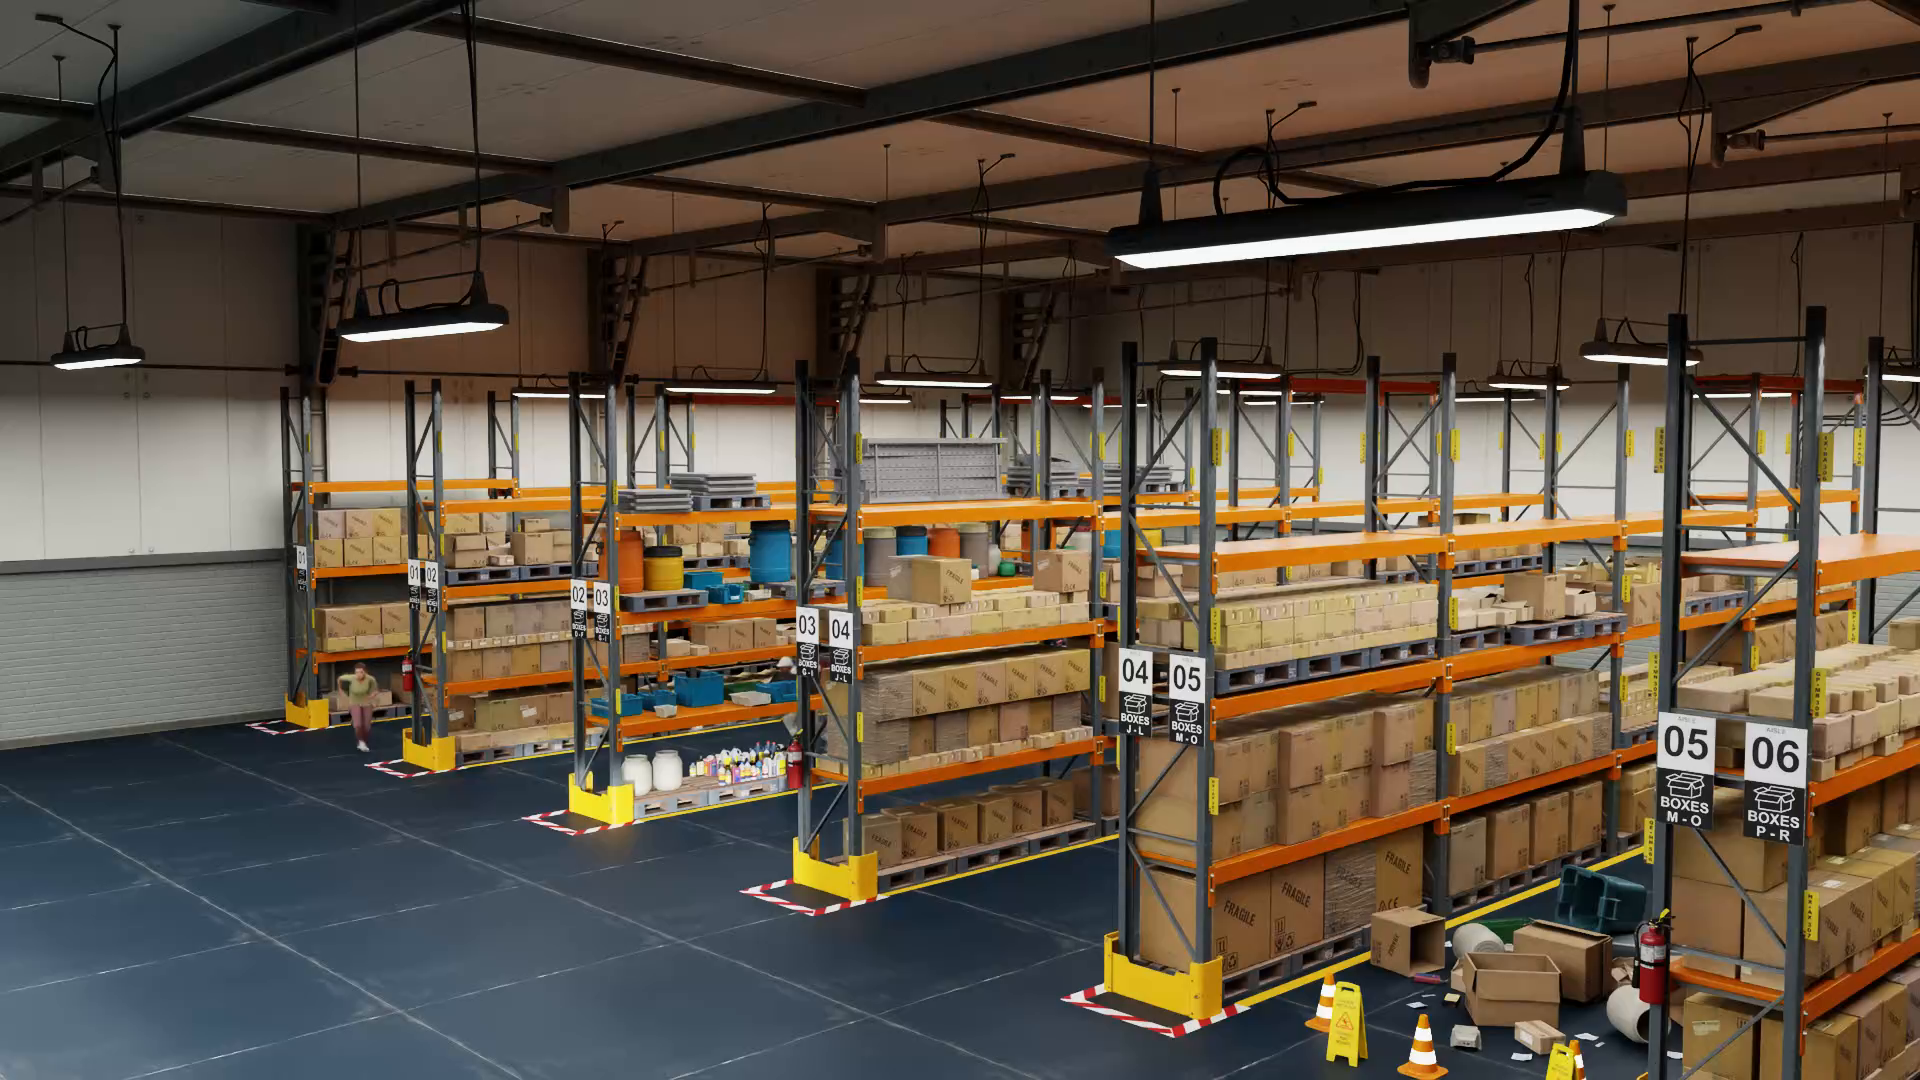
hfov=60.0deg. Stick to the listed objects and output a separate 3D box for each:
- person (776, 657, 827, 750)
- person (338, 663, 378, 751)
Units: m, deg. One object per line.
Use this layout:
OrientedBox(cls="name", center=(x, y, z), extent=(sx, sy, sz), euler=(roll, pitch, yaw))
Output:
OrientedBox(cls="person", center=(-2.496, 2.641, 26.689), extent=(1.121, 1.577, 0.684), euler=(-1, 4, -20))
OrientedBox(cls="person", center=(-9.692, 2.700, 26.793), extent=(0.608, 1.502, 0.829), euler=(-1, 4, -20))
